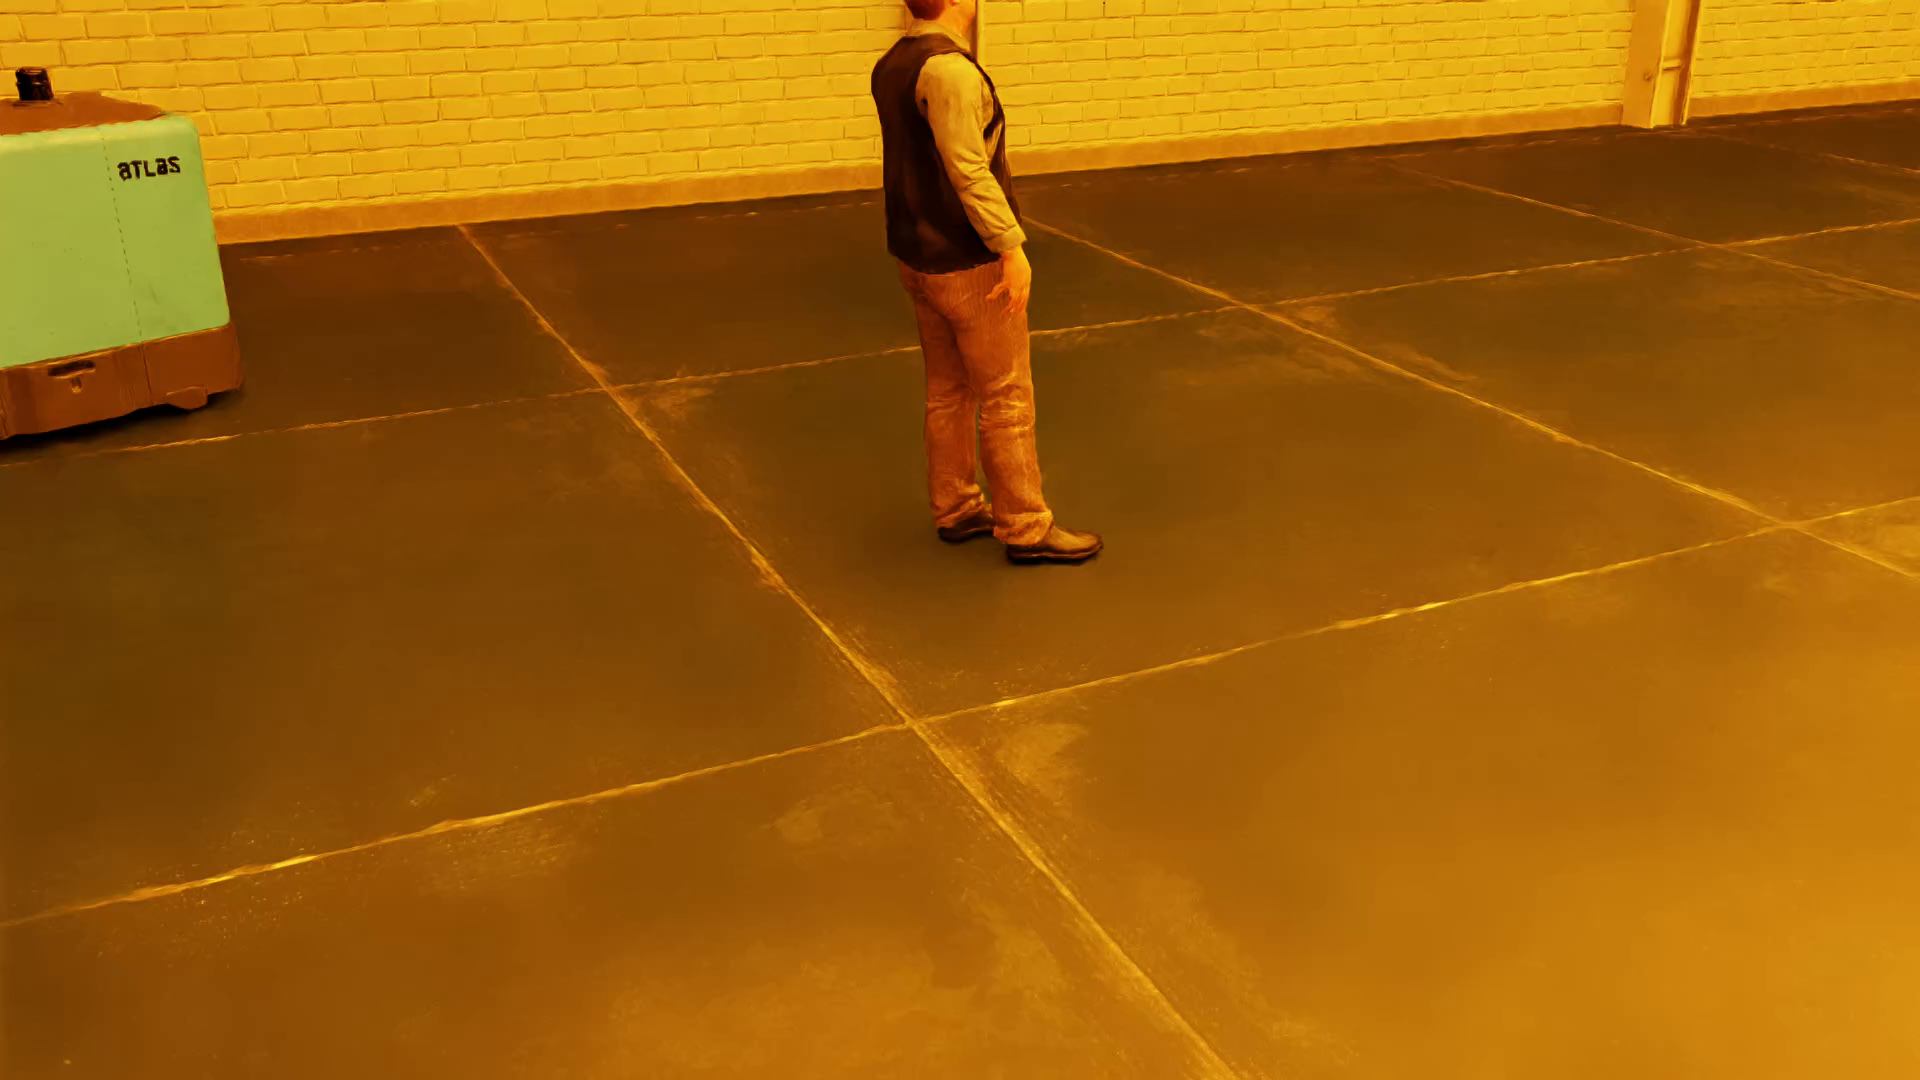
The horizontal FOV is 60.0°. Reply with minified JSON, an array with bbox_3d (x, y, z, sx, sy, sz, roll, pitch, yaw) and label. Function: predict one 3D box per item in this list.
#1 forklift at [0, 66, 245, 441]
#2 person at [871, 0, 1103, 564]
[{"bbox_3d":[-4.133,-1.612,5.166,1.130,2.935,3.031,21,30,41],"label":"forklift"},{"bbox_3d":[0.060,-0.809,4.791,0.567,1.720,0.632,-10,25,-23],"label":"person"}]
